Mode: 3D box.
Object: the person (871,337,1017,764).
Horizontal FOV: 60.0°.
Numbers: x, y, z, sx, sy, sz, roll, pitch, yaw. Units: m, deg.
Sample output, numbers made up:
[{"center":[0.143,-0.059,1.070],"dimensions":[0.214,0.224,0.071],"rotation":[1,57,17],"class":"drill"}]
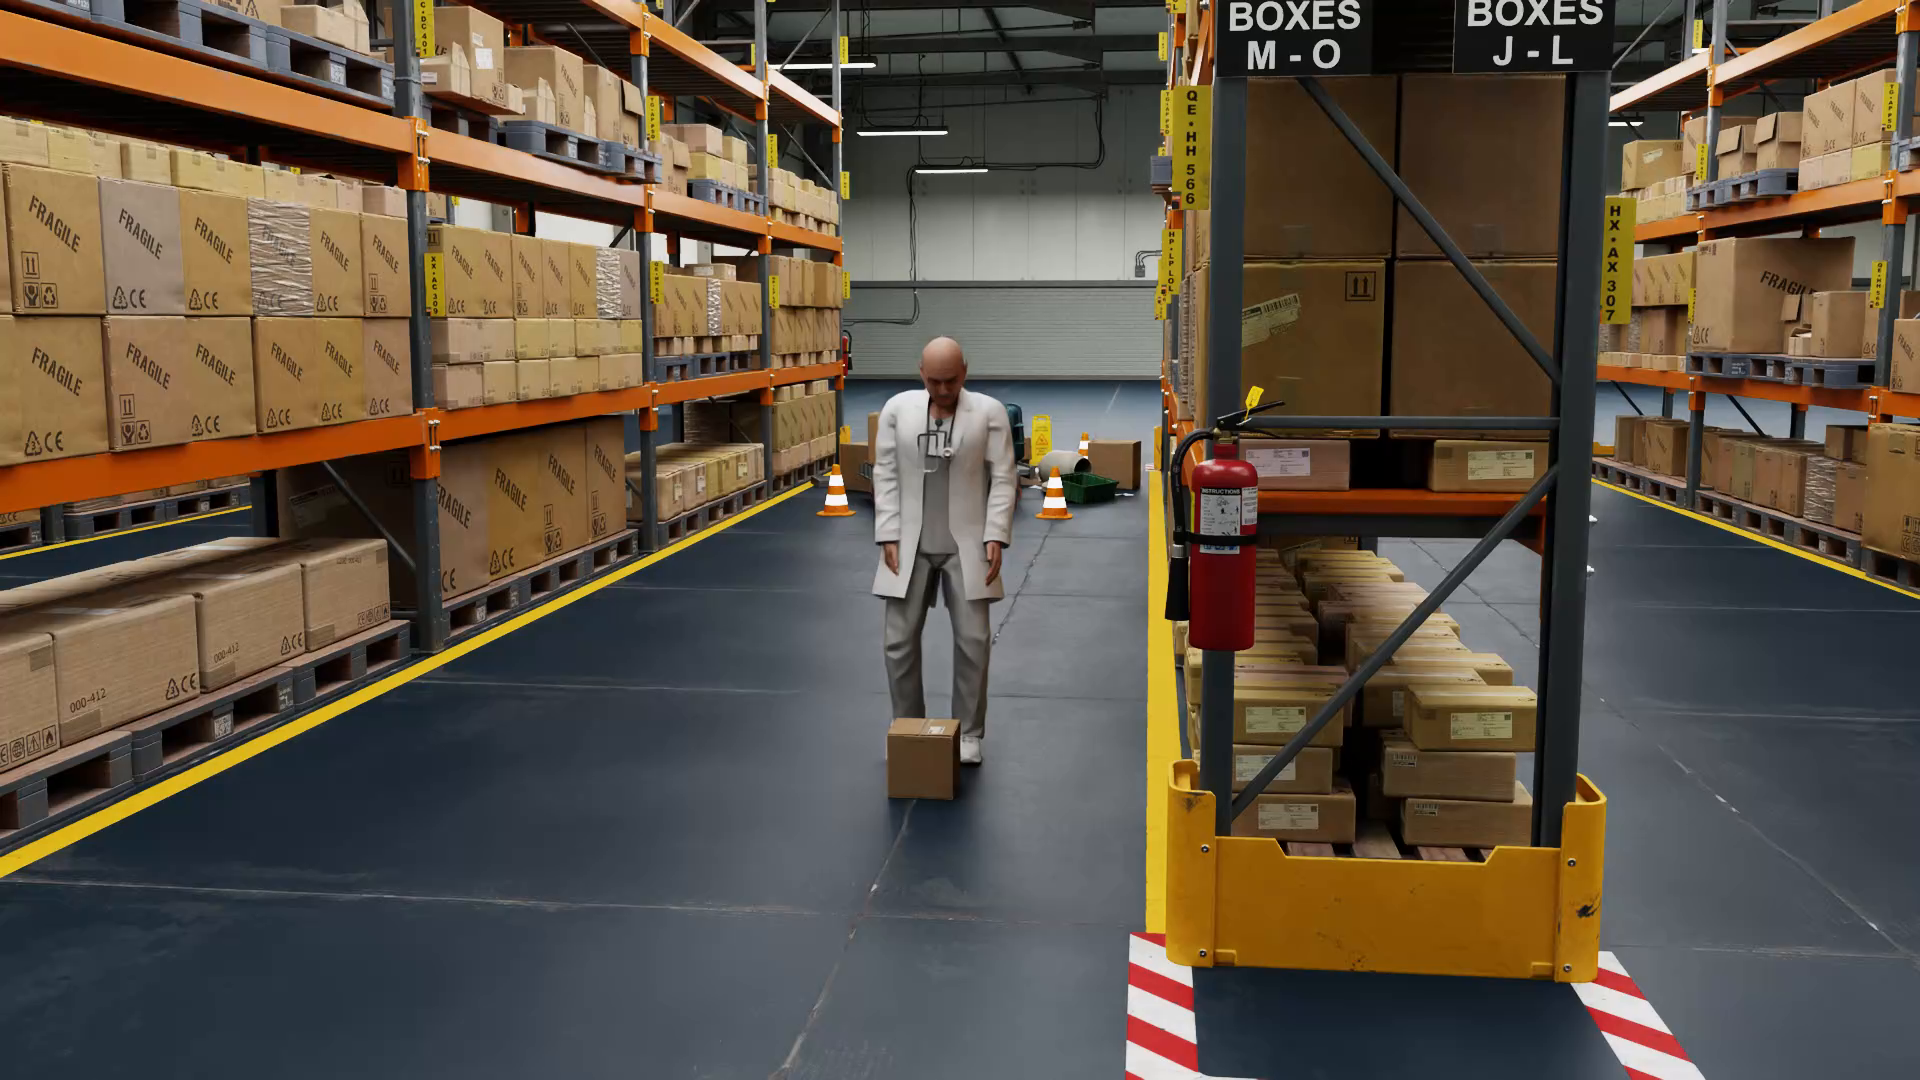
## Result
[{"center":[-0.064,0.042,6.766],"dimensions":[0.591,1.727,0.425],"rotation":[1,7,7],"class":"person"}]
